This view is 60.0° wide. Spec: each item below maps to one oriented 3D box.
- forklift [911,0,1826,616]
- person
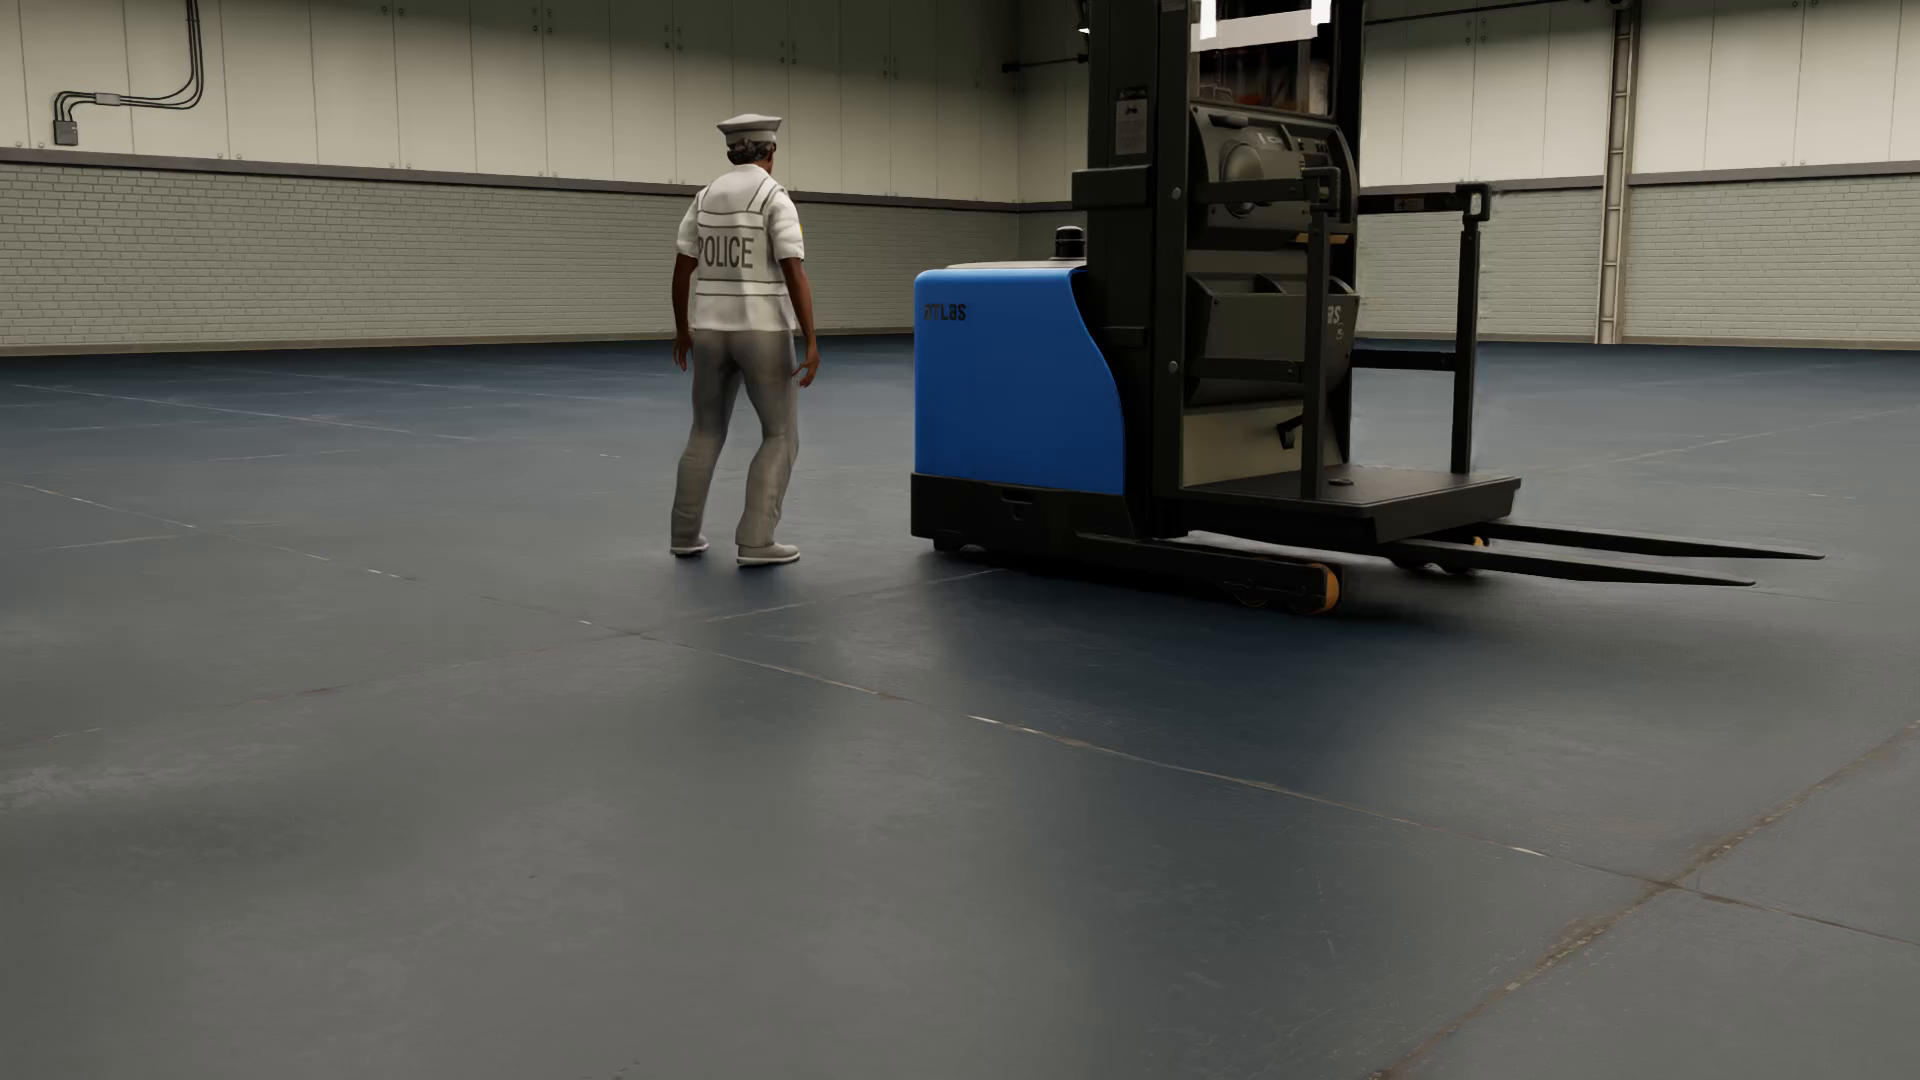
[{"bbox_3d":[1.231,-1.302,5.518,3.031,2.935,1.130,8,12,43],"label":"forklift"},{"bbox_3d":[-0.810,-0.734,6.127,0.741,1.635,0.379,4,10,27],"label":"person"}]
